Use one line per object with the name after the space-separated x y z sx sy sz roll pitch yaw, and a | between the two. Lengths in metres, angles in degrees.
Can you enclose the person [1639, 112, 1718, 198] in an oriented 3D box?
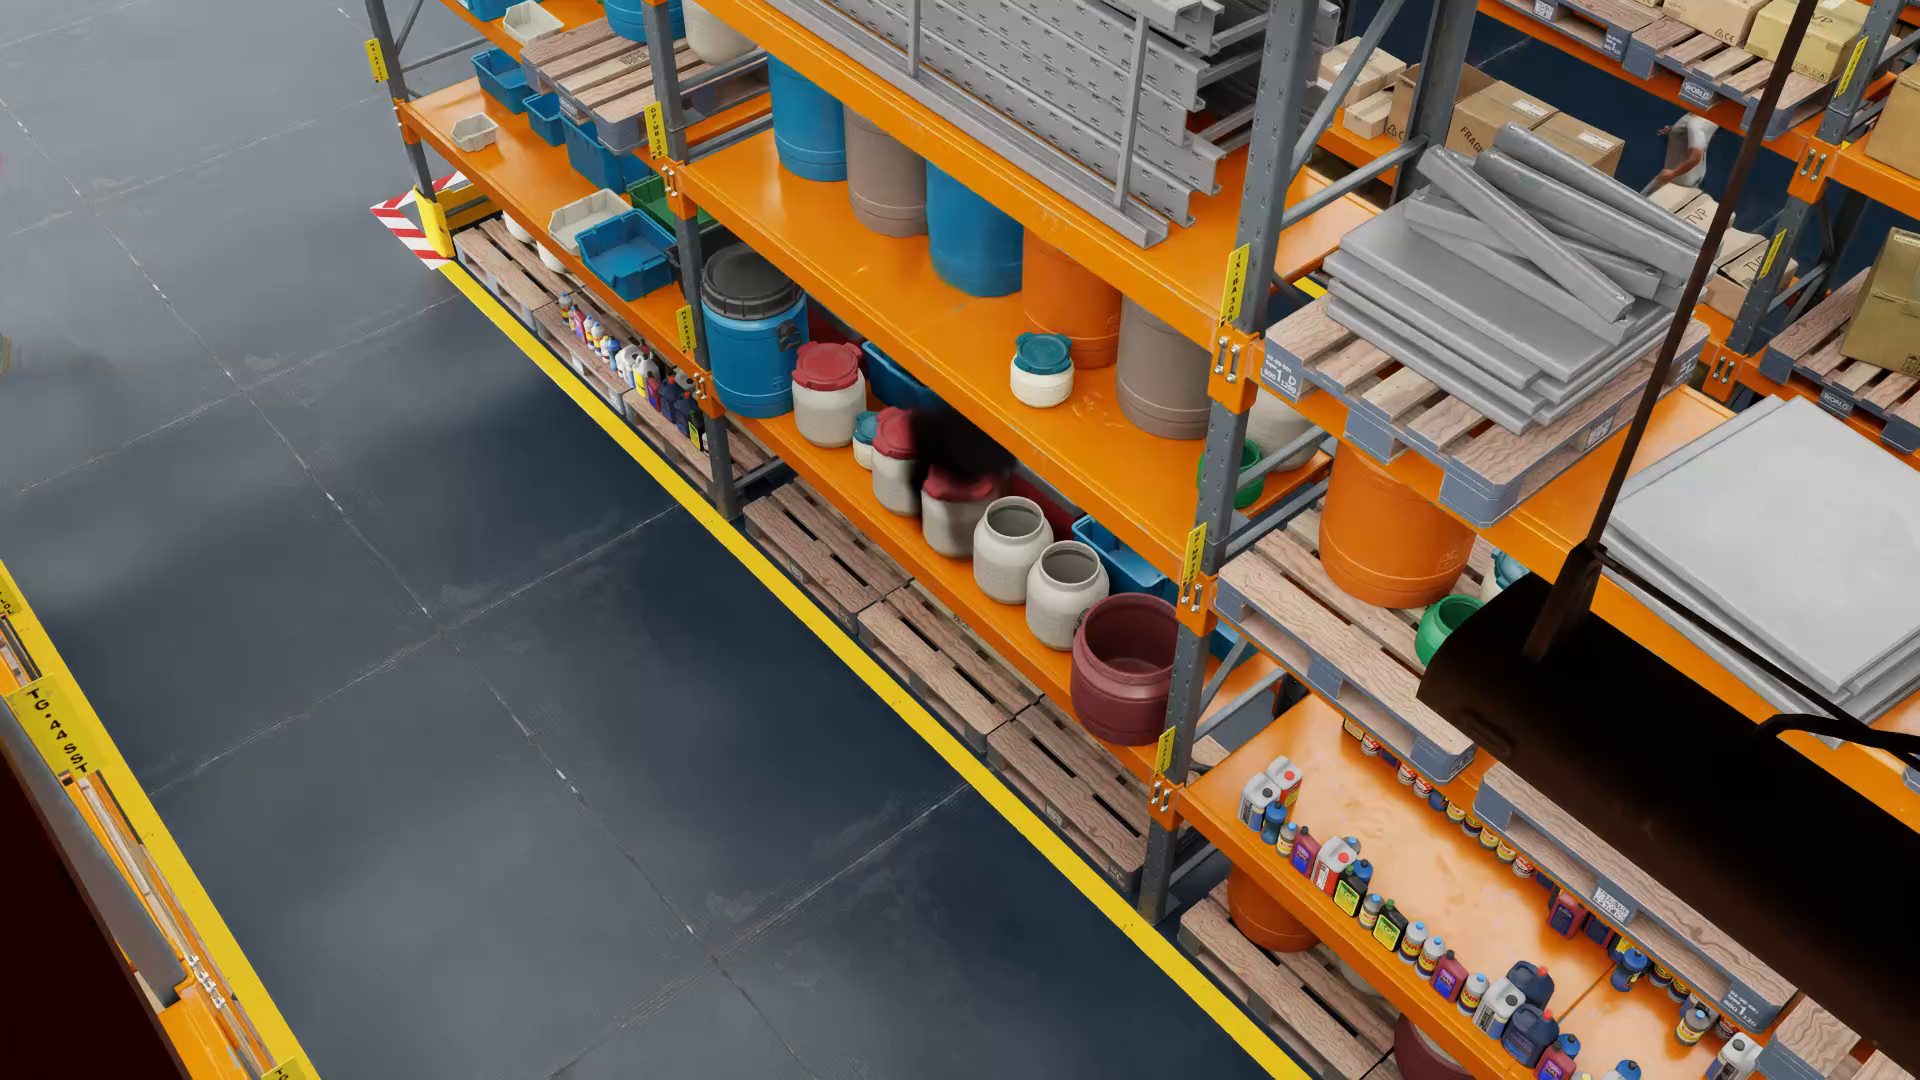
5.431 -2.675 12.398 0.875 1.632 0.553 36 56 29 | person
